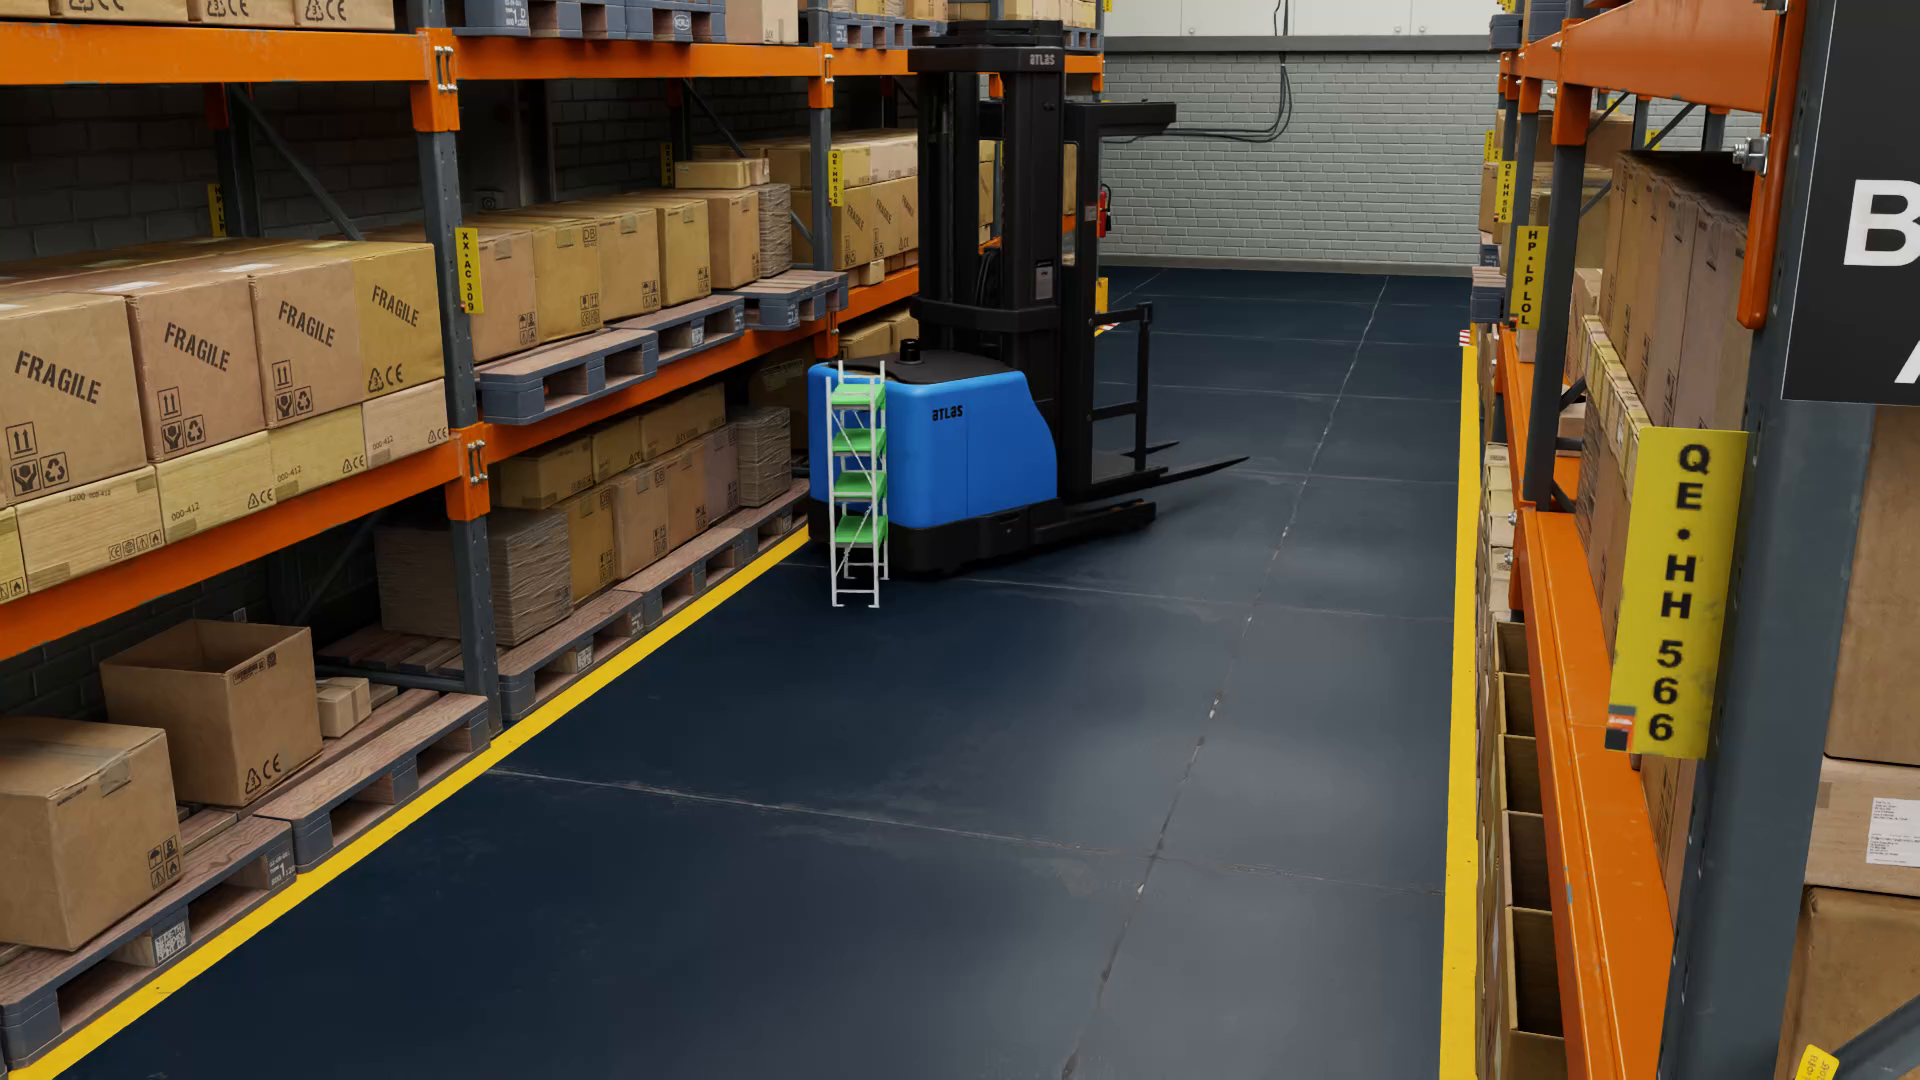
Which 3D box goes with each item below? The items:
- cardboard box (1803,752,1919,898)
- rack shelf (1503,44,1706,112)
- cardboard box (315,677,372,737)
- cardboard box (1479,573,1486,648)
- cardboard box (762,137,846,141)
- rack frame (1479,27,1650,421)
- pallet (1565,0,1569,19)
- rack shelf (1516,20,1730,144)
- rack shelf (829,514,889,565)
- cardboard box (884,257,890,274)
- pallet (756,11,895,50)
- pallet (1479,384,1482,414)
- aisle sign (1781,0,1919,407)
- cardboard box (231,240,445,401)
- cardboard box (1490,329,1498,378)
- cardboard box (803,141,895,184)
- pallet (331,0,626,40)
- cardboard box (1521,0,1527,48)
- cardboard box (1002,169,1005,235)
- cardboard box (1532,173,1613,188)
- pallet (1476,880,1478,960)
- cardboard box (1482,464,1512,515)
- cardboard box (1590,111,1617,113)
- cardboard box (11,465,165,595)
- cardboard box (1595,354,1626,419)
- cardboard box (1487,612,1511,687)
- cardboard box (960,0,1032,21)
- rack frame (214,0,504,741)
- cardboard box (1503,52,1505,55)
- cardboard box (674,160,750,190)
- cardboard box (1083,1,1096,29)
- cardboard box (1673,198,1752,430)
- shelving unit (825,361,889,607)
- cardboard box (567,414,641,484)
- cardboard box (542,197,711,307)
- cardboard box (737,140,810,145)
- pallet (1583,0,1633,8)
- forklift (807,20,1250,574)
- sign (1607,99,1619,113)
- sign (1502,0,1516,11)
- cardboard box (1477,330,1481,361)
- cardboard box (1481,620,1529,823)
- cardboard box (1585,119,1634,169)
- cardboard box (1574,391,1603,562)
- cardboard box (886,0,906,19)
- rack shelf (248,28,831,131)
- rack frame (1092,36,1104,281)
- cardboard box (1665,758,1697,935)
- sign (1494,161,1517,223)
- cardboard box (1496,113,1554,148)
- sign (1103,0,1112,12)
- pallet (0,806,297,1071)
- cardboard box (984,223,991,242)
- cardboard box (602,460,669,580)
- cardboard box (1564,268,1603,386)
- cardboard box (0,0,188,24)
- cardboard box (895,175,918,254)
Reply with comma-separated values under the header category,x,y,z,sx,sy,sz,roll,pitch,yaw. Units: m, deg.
category,x,y,z,sx,sy,sz,roll,pitch,yaw
cardboard box,1.126,0.296,1.917,0.380,0.149,0.250,4,16,15
rack shelf,4.042,-2.942,10.527,1.077,0.370,4.000,5,16,16
cardboard box,-2.537,0.635,6.480,0.380,0.166,0.250,2,16,9
cardboard box,2.613,0.315,7.491,0.500,0.250,0.500,5,17,17
cardboard box,-1.097,-2.675,11.624,0.500,0.250,0.500,4,16,14
rack frame,4.611,-2.369,12.683,1.000,3.000,0.127,5,16,16
pallet,3.052,-2.197,6.928,1.003,0.211,1.213,5,17,18
rack shelf,2.906,-1.896,6.838,1.077,0.370,4.000,5,16,16
rack shelf,-0.529,-0.007,8.765,0.258,0.148,0.480,1,16,3
cardboard box,-0.706,-1.934,11.576,0.380,0.149,0.250,5,17,17
pallet,-1.144,-3.230,10.570,1.213,0.211,1.003,5,17,18
pallet,4.807,-1.207,13.697,1.003,0.211,1.213,5,16,16
aisle sign,0.900,-0.485,1.280,0.394,0.787,0.004,5,16,16
cardboard box,-2.251,-0.809,6.050,0.500,0.500,0.500,5,16,16
cardboard box,3.813,-1.238,11.097,0.500,0.250,0.500,4,16,15
cardboard box,-0.748,-2.506,11.030,0.500,0.250,0.500,4,16,15
pallet,-2.136,-2.165,6.812,1.213,0.211,1.003,5,16,16
cardboard box,3.858,-3.200,9.933,0.910,0.500,0.500,5,16,16
cardboard box,0.030,-3.037,14.489,0.980,0.700,0.700,5,17,17
cardboard box,4.168,-2.152,10.966,0.700,0.500,0.500,1,16,2
pallet,2.071,1.271,4.963,1.003,0.211,1.213,5,16,16
cardboard box,2.902,-0.219,8.346,0.500,0.311,0.500,4,16,14
cardboard box,5.742,-3.674,15.271,0.500,0.500,0.500,5,17,17
cardboard box,-2.677,-0.055,4.763,0.500,0.250,0.500,5,17,16
cardboard box,1.859,-0.379,4.295,0.380,0.149,0.250,4,16,15
cardboard box,2.177,0.447,5.998,0.500,0.311,0.500,5,16,16
cardboard box,0.309,-4.533,14.140,0.500,0.250,0.500,5,16,16
rack frame,-2.413,-0.659,6.655,1.000,3.000,0.127,5,16,16
cardboard box,5.063,-4.411,14.660,0.500,0.250,0.500,5,16,16
cardboard box,-1.423,-2.099,9.555,0.380,0.149,0.250,2,16,7
cardboard box,1.043,-5.207,16.516,0.500,0.250,0.500,5,17,18
cardboard box,1.647,-0.306,2.852,0.700,0.500,0.500,5,16,16
shelving unit,-0.530,-0.299,8.682,0.258,1.200,0.503,1,16,3
cardboard box,-1.954,-0.474,8.405,0.500,0.250,0.500,4,16,14
cardboard box,-1.733,-1.514,8.679,0.700,0.500,0.500,5,16,16
cardboard box,-1.246,-2.541,11.151,0.500,0.250,0.500,4,16,14
pallet,2.120,-1.451,4.113,1.003,0.211,1.213,5,16,16
forklift,0.556,-1.539,9.884,3.031,2.935,1.130,-14,21,-40
sign,6.274,-4.076,16.002,0.100,0.325,0.005,5,16,16
sign,4.088,-4.101,12.345,0.100,0.325,0.005,5,16,16
cardboard box,4.714,-1.654,14.285,0.500,0.311,0.500,5,16,16
cardboard box,1.905,0.581,5.178,0.500,0.500,0.500,5,16,16
cardboard box,5.014,-2.999,12.891,0.500,0.500,0.500,5,17,17
cardboard box,2.217,-0.207,4.880,0.700,0.500,0.500,4,16,14
cardboard box,-0.795,-3.956,11.794,0.700,0.500,0.500,5,16,16
rack shelf,-1.845,-2.279,8.189,1.077,0.370,4.000,5,16,16
rack frame,0.997,-3.798,17.724,1.000,3.000,0.127,5,16,16
cardboard box,1.490,0.464,2.514,0.700,0.500,0.500,5,17,17
sign,2.951,-1.881,8.986,0.100,0.325,0.005,5,16,16
cardboard box,4.937,-3.448,14.472,0.500,0.500,0.500,4,16,15
sign,1.513,-5.584,17.043,0.100,0.325,0.005,5,16,16
pallet,-2.915,1.181,5.278,1.003,0.211,1.213,5,16,16
cardboard box,0.035,-2.530,13.677,0.380,0.149,0.250,5,17,16
cardboard box,-1.938,-0.131,8.570,0.700,0.500,0.500,5,17,17
cardboard box,3.013,-0.930,7.428,0.500,0.500,0.500,4,16,13
cardboard box,-2.597,-1.729,4.712,0.500,0.500,0.500,4,16,14
cardboard box,-0.593,-2.279,11.604,0.500,0.500,0.500,5,16,16
